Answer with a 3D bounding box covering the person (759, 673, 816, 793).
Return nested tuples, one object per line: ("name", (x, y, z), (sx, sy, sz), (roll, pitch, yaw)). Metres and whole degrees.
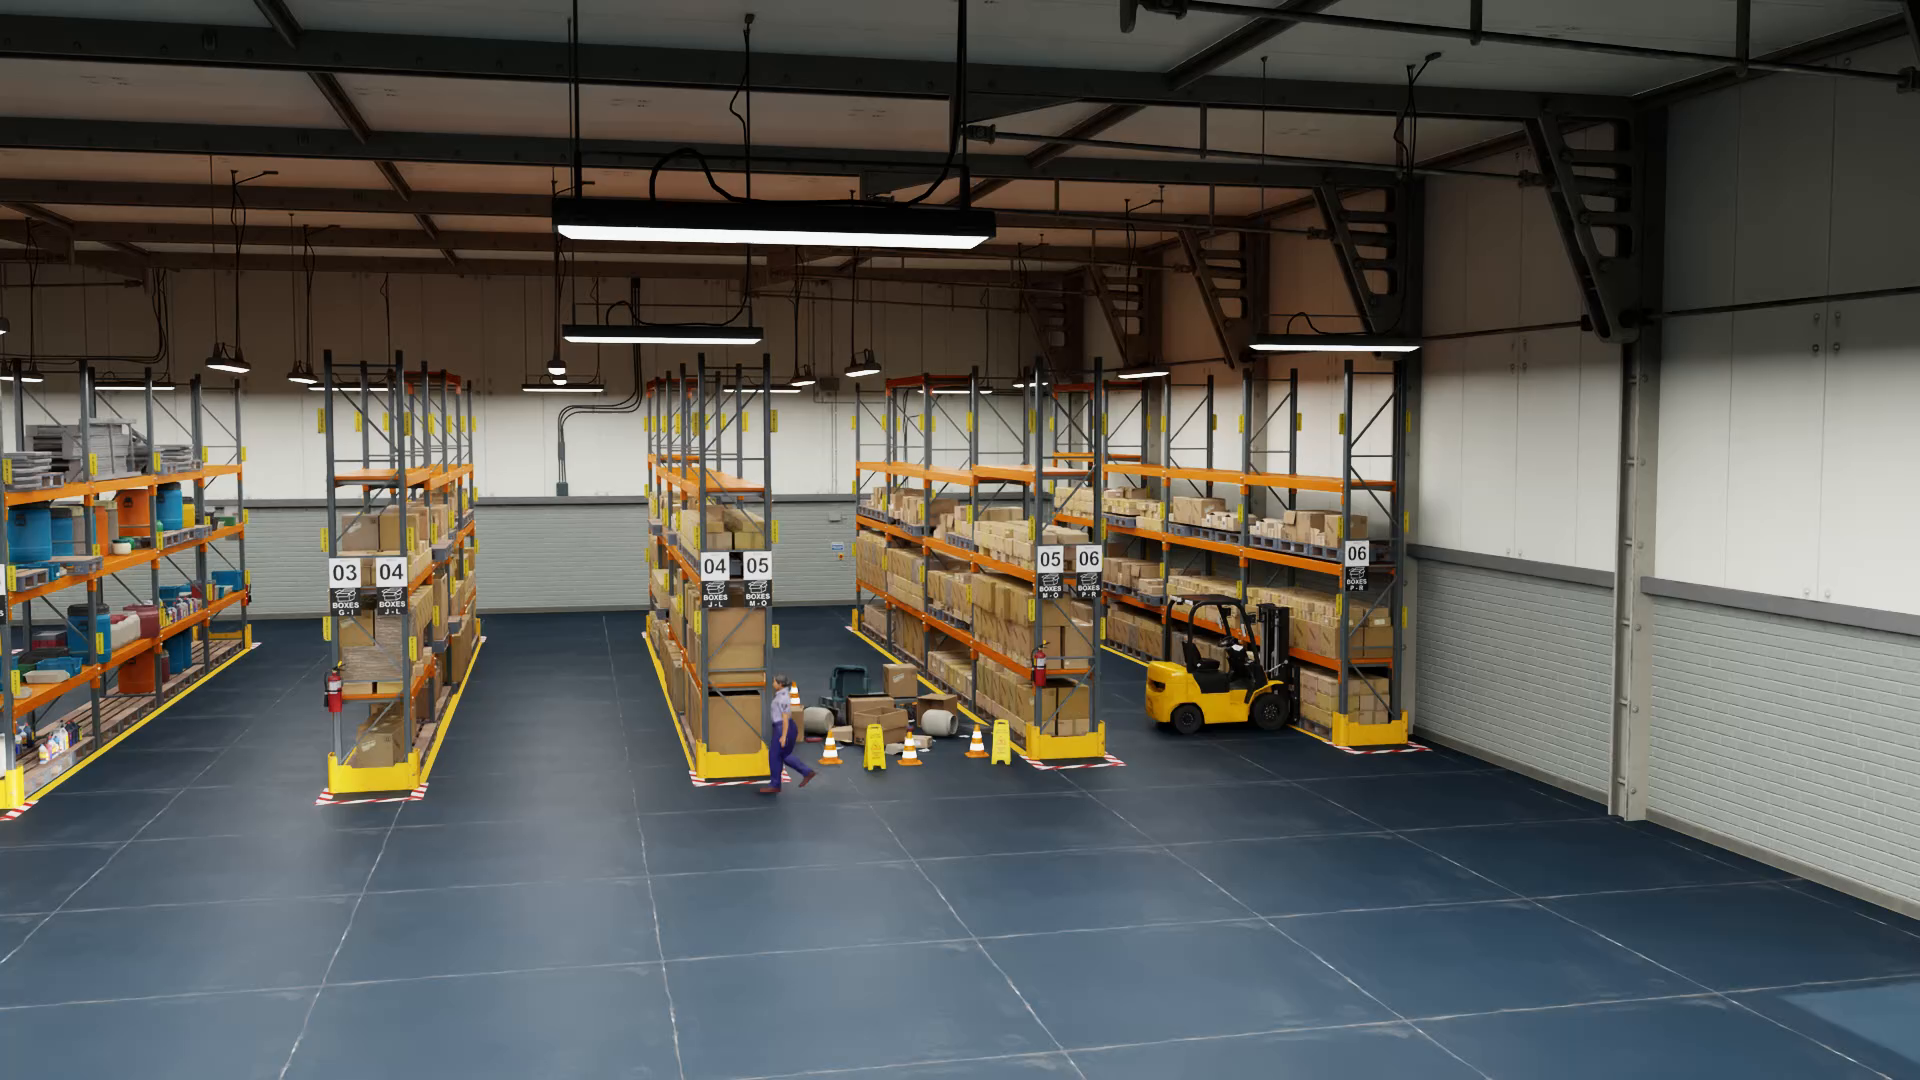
("person", (-2.347, 2.622, 22.634), (0.762, 1.608, 0.544), (0, 4, 2))
